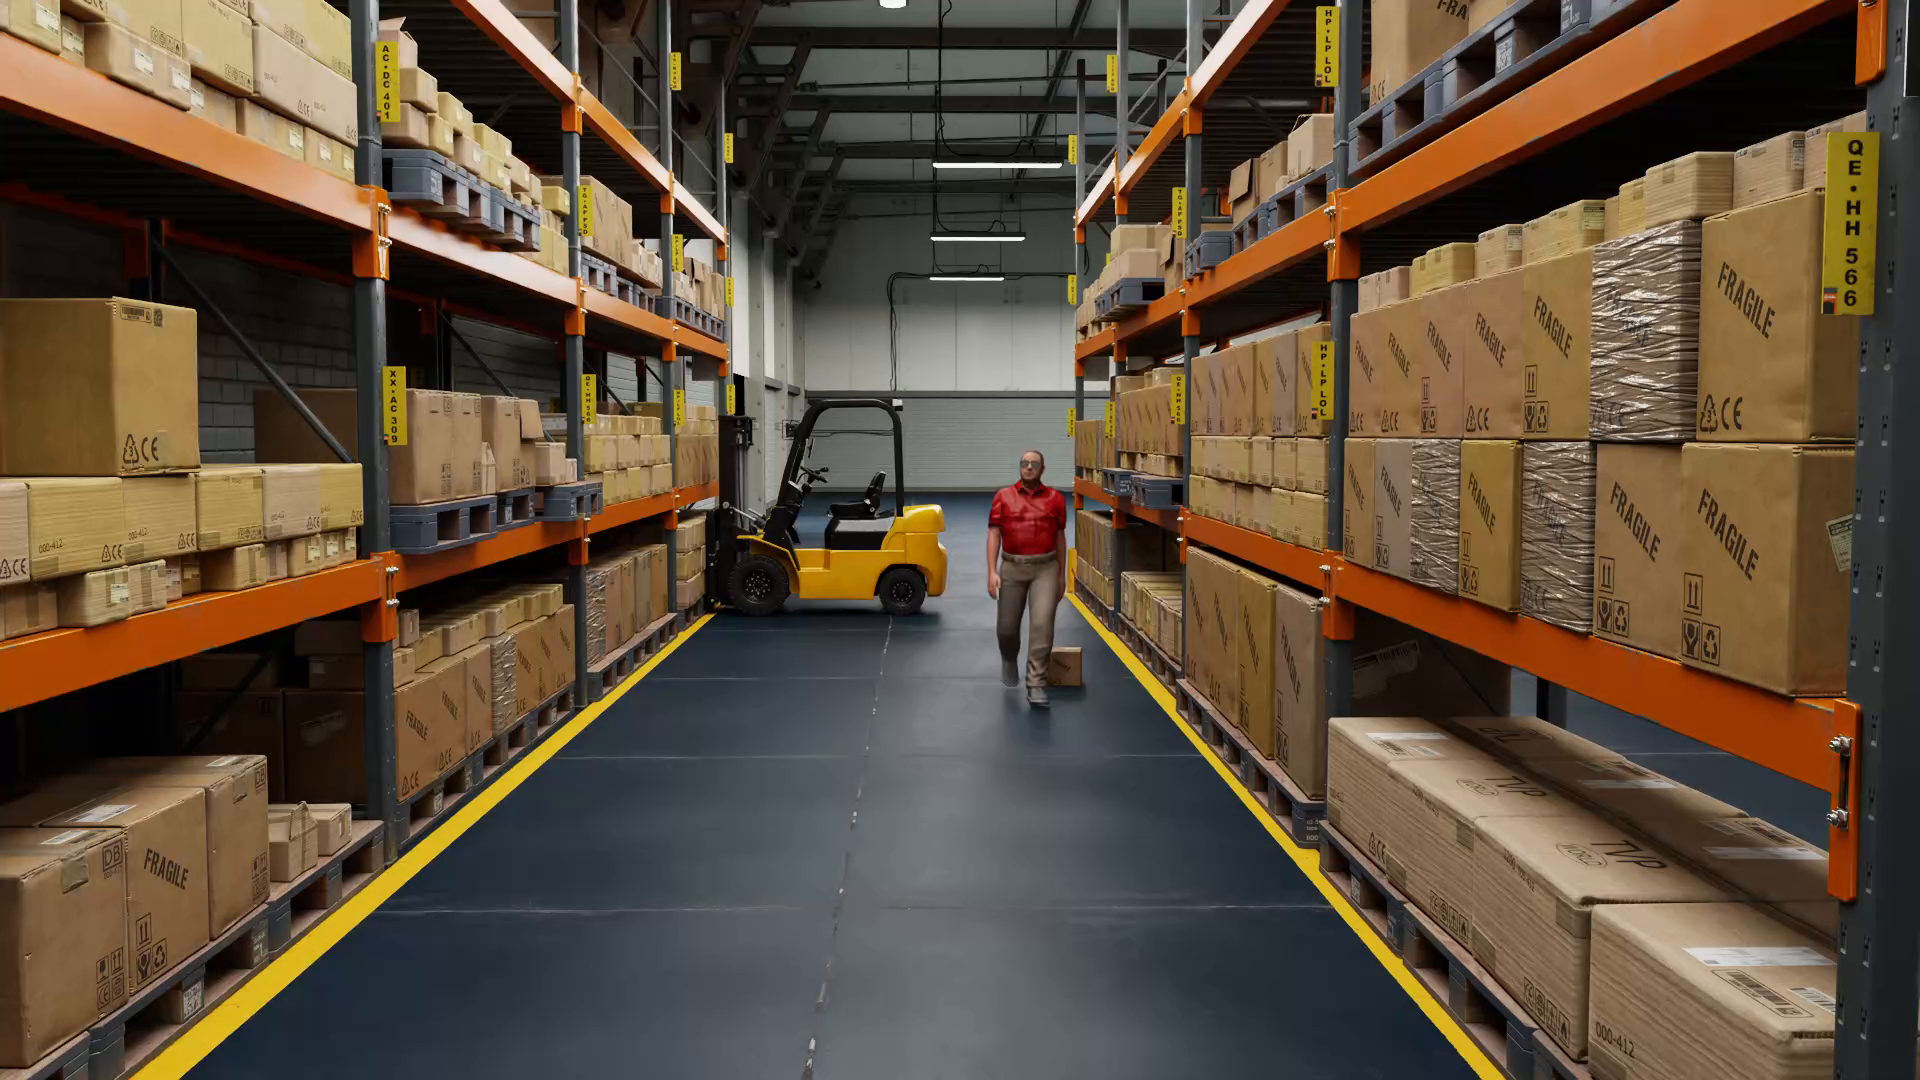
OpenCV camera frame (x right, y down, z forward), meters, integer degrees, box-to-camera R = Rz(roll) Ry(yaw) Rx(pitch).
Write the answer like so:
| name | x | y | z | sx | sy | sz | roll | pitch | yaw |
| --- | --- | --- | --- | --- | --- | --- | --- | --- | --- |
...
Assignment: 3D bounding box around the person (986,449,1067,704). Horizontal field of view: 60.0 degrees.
| name | x | y | z | sx | sy | sz | roll | pitch | yaw |
| --- | --- | --- | --- | --- | --- | --- | --- | --- | --- |
| person | 0.454 | 0.226 | 11.322 | 0.546 | 1.685 | 0.881 | 0 | 4 | 2 |
